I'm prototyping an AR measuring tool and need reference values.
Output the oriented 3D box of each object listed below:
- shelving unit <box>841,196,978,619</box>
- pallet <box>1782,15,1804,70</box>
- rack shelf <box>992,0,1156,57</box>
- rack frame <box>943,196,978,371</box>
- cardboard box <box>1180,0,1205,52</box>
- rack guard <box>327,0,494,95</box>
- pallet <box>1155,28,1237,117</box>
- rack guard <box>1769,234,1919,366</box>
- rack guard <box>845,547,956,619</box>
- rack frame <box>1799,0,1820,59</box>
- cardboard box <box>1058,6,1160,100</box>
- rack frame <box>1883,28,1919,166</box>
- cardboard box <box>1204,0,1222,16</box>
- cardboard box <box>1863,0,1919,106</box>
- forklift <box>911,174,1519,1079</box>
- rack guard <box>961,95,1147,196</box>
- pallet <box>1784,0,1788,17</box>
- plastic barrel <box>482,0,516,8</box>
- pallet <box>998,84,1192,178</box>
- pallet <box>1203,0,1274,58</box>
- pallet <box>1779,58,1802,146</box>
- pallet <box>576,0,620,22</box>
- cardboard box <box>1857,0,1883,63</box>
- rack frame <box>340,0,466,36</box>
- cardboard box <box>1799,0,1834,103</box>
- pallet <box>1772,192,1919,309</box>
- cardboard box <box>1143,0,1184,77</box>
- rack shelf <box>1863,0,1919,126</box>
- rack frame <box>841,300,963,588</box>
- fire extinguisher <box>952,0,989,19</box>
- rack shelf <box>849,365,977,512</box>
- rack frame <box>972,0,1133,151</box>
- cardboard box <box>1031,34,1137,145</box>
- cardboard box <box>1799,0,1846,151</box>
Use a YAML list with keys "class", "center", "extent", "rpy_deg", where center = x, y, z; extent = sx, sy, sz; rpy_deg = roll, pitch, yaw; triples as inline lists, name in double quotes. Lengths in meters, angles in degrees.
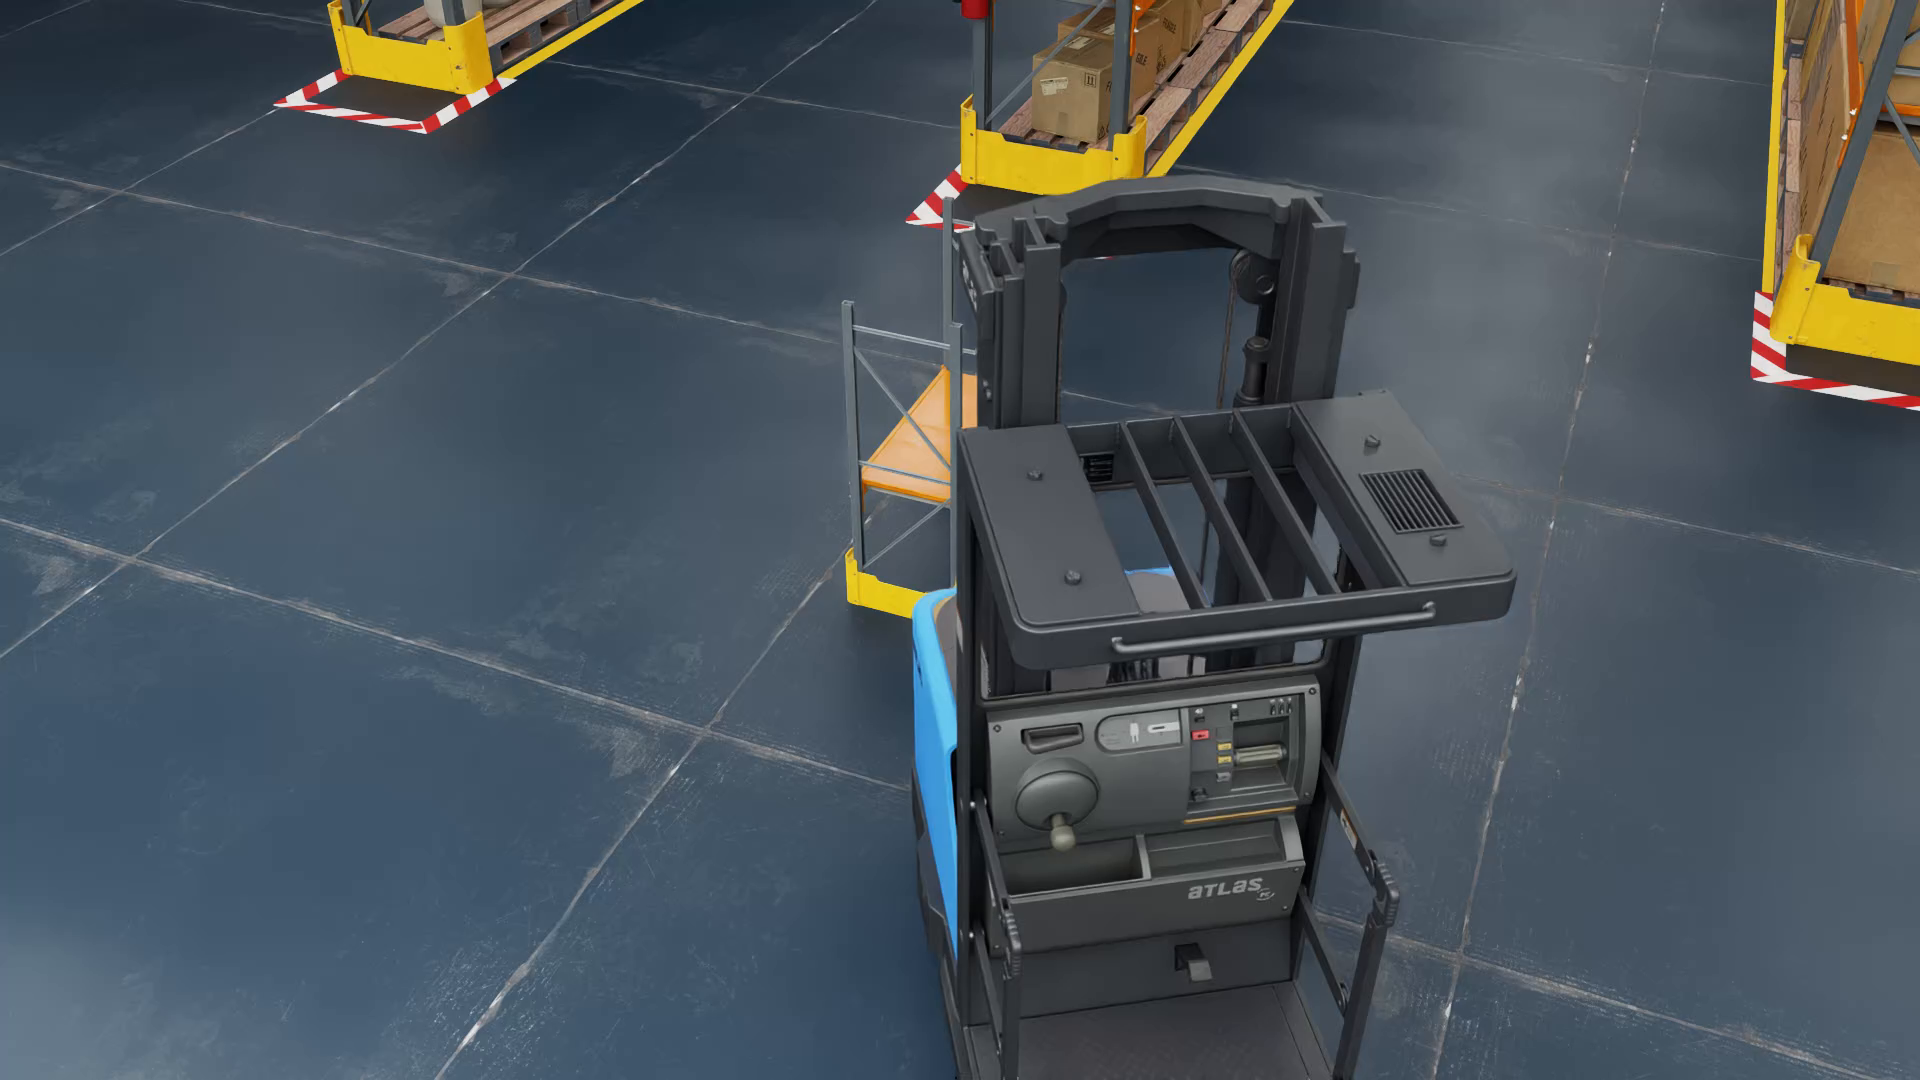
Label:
- class: "shelving unit"
  center: [-0.029, -0.559, 7.245]
  extent: [0.587, 1.500, 1.083]
  rpy_deg: [14, 39, 18]
- class: "pallet"
  center: [6.857, -3.828, 12.696]
  extent: [1.003, 0.211, 1.213]
  rpy_deg: [14, 39, 18]
- class: "rack shelf"
  center: [1.323, -4.291, 11.587]
  extent: [1.077, 0.370, 4.000]
  rpy_deg: [14, 39, 18]
- class: "rack frame"
  center: [0.161, -0.835, 7.614]
  extent: [0.500, 1.500, 0.032]
  rpy_deg: [14, 39, 18]
- class: "cardboard box"
  center: [1.521, -3.961, 12.281]
  extent: [0.500, 0.500, 0.500]
  rpy_deg: [11, 38, 14]
- class: "rack guard"
  center: [-4.033, -3.652, 12.218]
  extent: [1.175, 0.500, 0.348]
  rpy_deg: [14, 39, 18]
- class: "pallet"
  center: [1.399, -3.512, 12.272]
  extent: [1.003, 0.211, 1.213]
  rpy_deg: [14, 39, 18]
- class: "rack guard"
  center: [5.102, -1.272, 9.034]
  extent: [1.175, 0.500, 0.348]
  rpy_deg: [14, 39, 18]
- class: "rack guard"
  center: [-0.218, 0.218, 7.250]
  extent: [0.587, 0.250, 0.087]
  rpy_deg: [14, 39, 18]
- class: "rack frame"
  center: [6.633, -4.501, 11.266]
  extent: [1.000, 3.000, 0.127]
  rpy_deg: [14, 39, 18]
- class: "cardboard box"
  center: [1.011, -3.320, 11.423]
  extent: [0.500, 0.500, 0.500]
  rpy_deg: [25, 43, 29]
- class: "rack frame"
  center: [5.108, -2.287, 8.304]
  extent: [0.949, 2.616, 0.053]
  rpy_deg: [14, 39, 18]
- class: "cardboard box"
  center: [1.684, -4.323, 12.765]
  extent: [0.500, 0.500, 0.500]
  rpy_deg: [27, 45, 32]
- class: "cardboard box"
  center: [5.210, -2.562, 8.547]
  extent: [0.875, 0.550, 0.550]
  rpy_deg: [14, 39, 18]
- class: "forklift"
  center: [0.576, 0.683, 4.387]
  extent: [1.130, 2.935, 3.031]
  rpy_deg: [-6, 37, -8]
- class: "rack guard"
  center: [0.591, -2.513, 10.694]
  extent: [1.175, 0.500, 0.348]
  rpy_deg: [14, 39, 18]
- class: "pallet"
  center: [7.319, -4.506, 13.602]
  extent: [1.003, 0.211, 1.213]
  rpy_deg: [14, 39, 18]
- class: "plastic barrel"
  center: [-3.647, -4.431, 12.900]
  extent: [0.421, 0.512, 0.421]
  rpy_deg: [0, 37, 0]
- class: "pallet"
  center: [0.933, -2.839, 11.372]
  extent: [1.003, 0.211, 1.213]
  rpy_deg: [14, 39, 18]
- class: "pallet"
  center: [1.862, -4.190, 13.179]
  extent: [1.003, 0.211, 1.213]
  rpy_deg: [14, 39, 18]
- class: "pallet"
  center: [6.271, -2.981, 11.562]
  extent: [1.003, 0.211, 1.213]
  rpy_deg: [14, 39, 18]
- class: "pallet"
  center: [-3.253, -4.658, 13.805]
  extent: [1.003, 0.211, 1.213]
  rpy_deg: [14, 39, 18]
- class: "cardboard box"
  center: [5.399, -2.872, 8.961]
  extent: [0.875, 0.550, 0.550]
  rpy_deg: [14, 39, 18]
- class: "rack frame"
  center: [-4.018, -4.600, 11.399]
  extent: [1.000, 3.000, 0.127]
  rpy_deg: [14, 39, 18]
- class: "cardboard box"
  center: [6.329, -3.486, 11.332]
  extent: [0.875, 0.875, 0.875]
  rpy_deg: [14, 39, 18]
- class: "pallet"
  center: [5.343, -1.630, 9.754]
  extent: [1.003, 0.211, 1.213]
  rpy_deg: [14, 39, 18]
- class: "cardboard box"
  center: [1.267, -3.662, 11.881]
  extent: [0.500, 0.500, 0.500]
  rpy_deg: [18, 40, 22]
- class: "rack shelf"
  center: [5.872, -3.184, 9.942]
  extent: [0.919, 0.124, 3.809]
  rpy_deg: [14, 39, 18]
- class: "rack frame"
  center: [-0.226, -0.272, 6.861]
  extent: [0.500, 1.500, 0.032]
  rpy_deg: [14, 39, 18]
- class: "fire extinguisher"
  center: [0.093, -3.483, 9.969]
  extent: [0.296, 0.674, 0.183]
  rpy_deg: [14, 39, 18]
- class: "rack shelf"
  center: [-0.032, -0.409, 7.345]
  extent: [0.538, 0.185, 1.000]
  rpy_deg: [14, 39, 18]
- class: "rack frame"
  center: [0.562, -3.472, 9.890]
  extent: [1.000, 3.000, 0.127]
  rpy_deg: [14, 39, 18]
- class: "cardboard box"
  center: [0.816, -2.981, 10.970]
  extent: [0.500, 0.500, 0.500]
  rpy_deg: [21, 42, 26]
- class: "cardboard box"
  center: [5.989, -2.986, 10.663]
  extent: [0.875, 0.875, 0.875]
  rpy_deg: [14, 39, 18]
